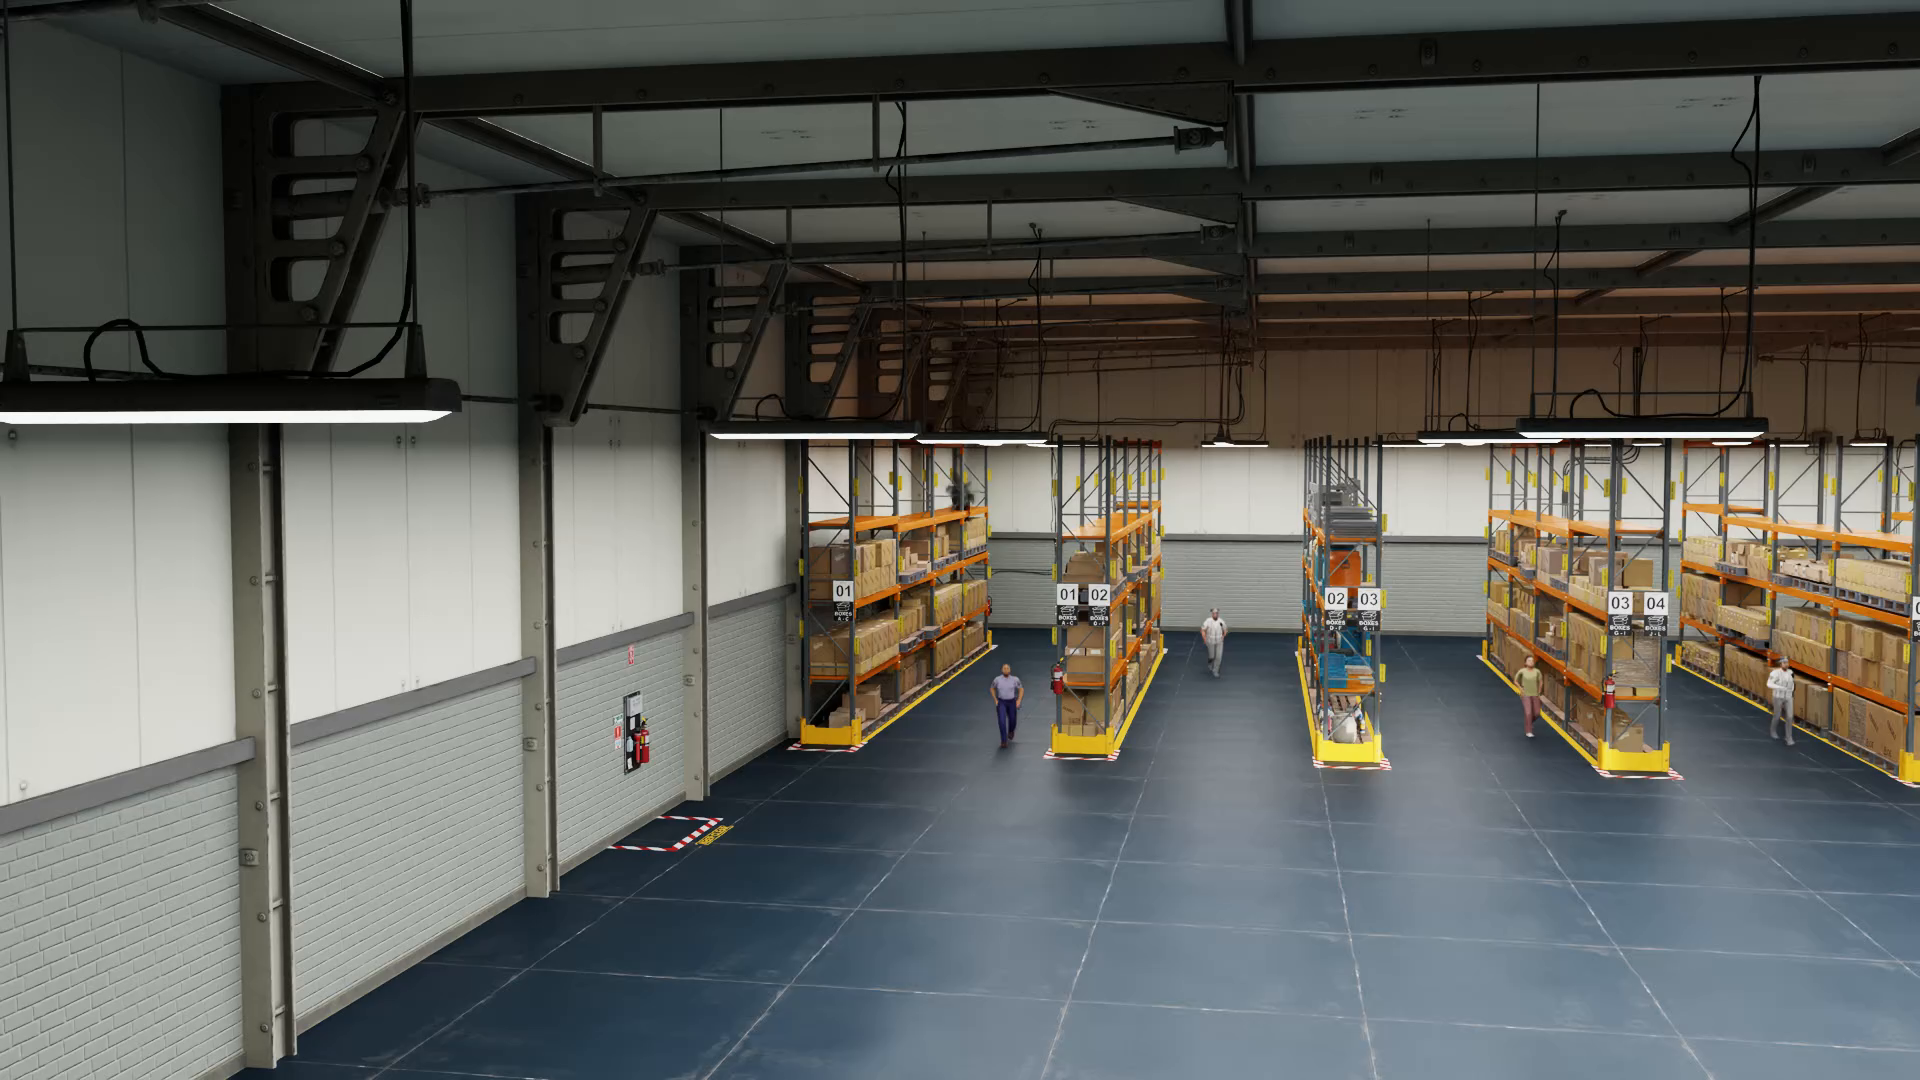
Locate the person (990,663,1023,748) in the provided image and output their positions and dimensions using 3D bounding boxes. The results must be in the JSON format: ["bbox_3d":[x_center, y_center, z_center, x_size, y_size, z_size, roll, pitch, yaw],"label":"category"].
[{"bbox_3d":[0.899,3.179,32.199,0.646,1.606,0.617,0,3,1],"label":"person"}]

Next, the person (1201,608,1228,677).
[{"bbox_3d":[6.468,2.580,42.217,0.670,1.742,0.599,0,3,-2],"label":"person"}]

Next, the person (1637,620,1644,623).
[{"bbox_3d":[17.803,2.497,43.668,0.673,1.770,0.823,1,3,13],"label":"person"}]

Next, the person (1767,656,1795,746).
[{"bbox_3d":[16.073,3.112,32.531,0.597,1.730,0.821,0,3,8],"label":"person"}]

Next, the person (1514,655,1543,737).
[{"bbox_3d":[11.377,3.108,33.270,0.578,1.617,0.579,0,3,5],"label":"person"}]
